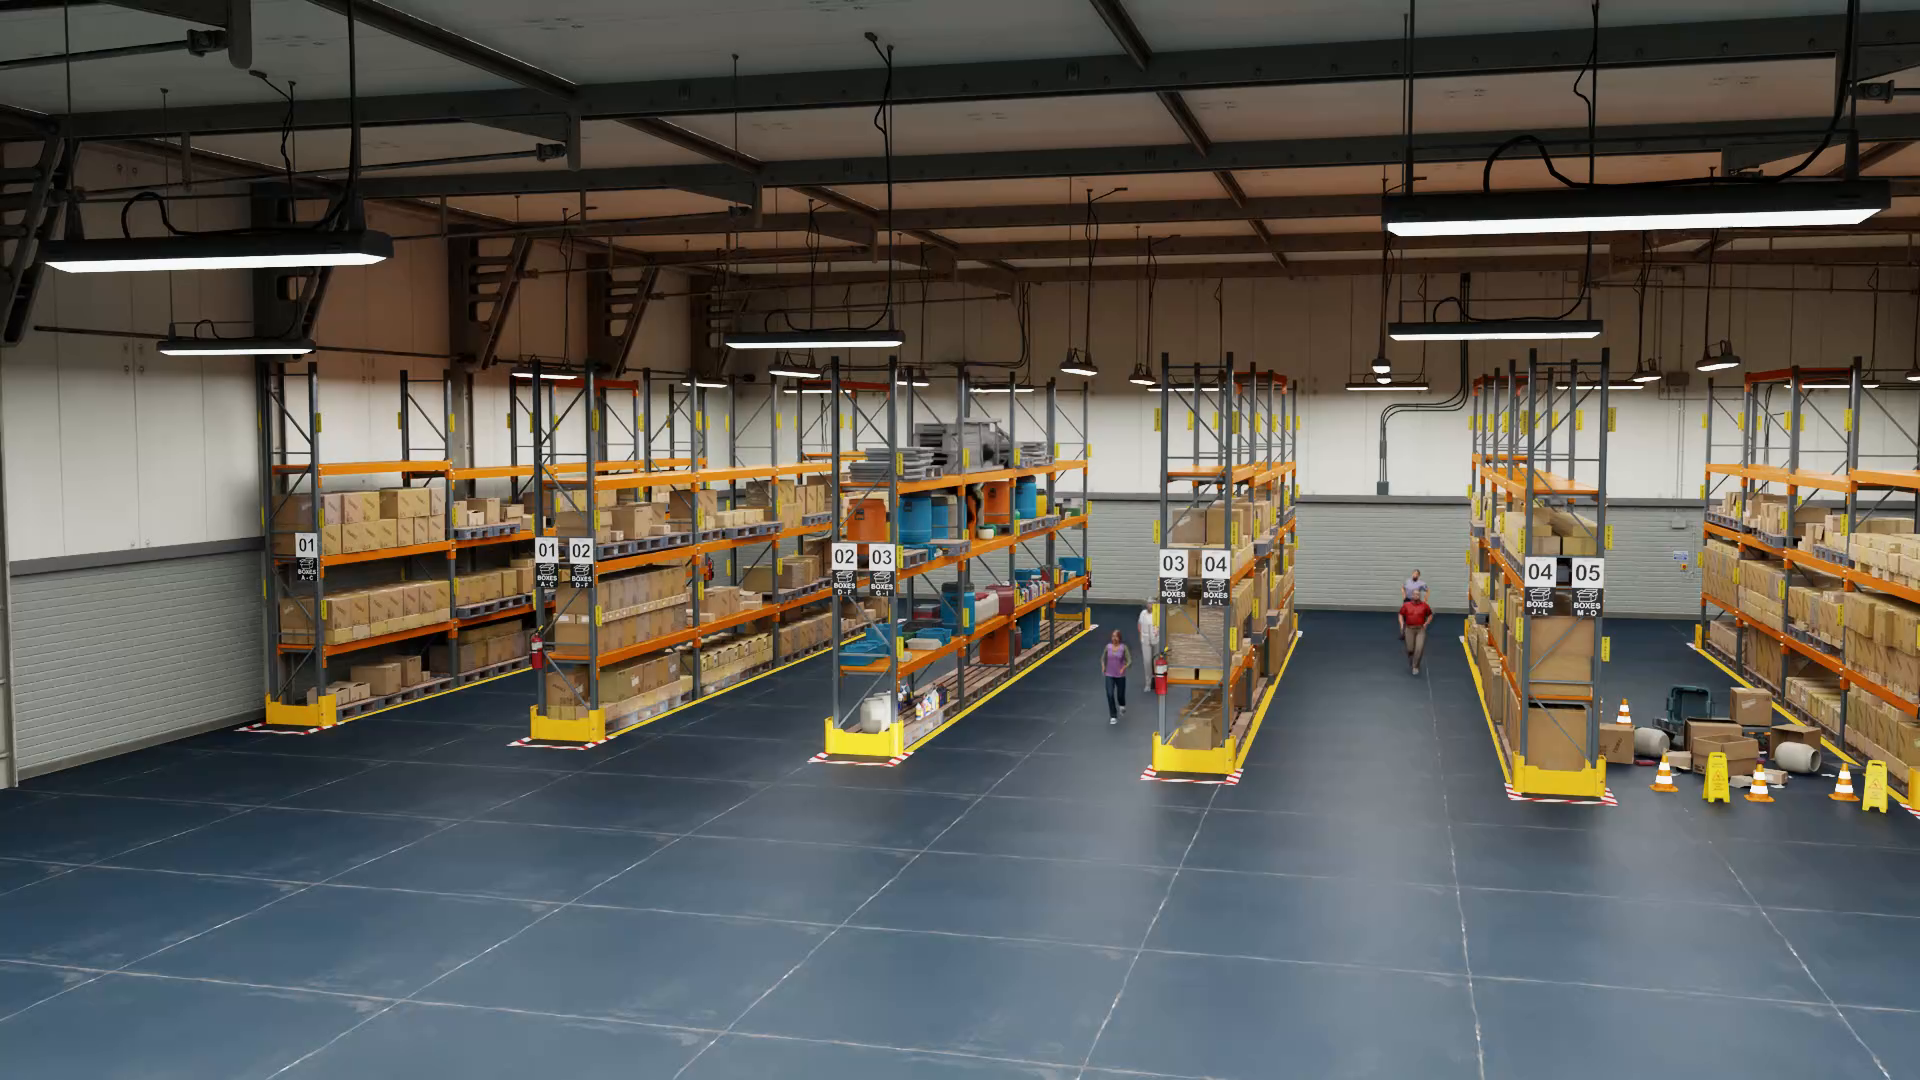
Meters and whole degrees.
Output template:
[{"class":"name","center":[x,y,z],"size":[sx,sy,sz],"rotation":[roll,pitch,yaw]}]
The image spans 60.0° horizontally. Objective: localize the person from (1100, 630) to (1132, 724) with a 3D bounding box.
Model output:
[{"class":"person","center":[2.594,2.317,27.770],"size":[0.539,1.462,0.622],"rotation":[1,4,14]}]

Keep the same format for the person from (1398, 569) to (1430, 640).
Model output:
[{"class":"person","center":[10.417,1.480,38.314],"size":[0.709,1.604,0.823],"rotation":[3,5,38]}]

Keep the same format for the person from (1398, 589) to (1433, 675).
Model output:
[{"class":"person","center":[9.131,1.831,33.331],"size":[0.672,1.687,0.598],"rotation":[1,4,14]}]

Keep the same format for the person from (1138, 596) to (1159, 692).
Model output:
[{"class":"person","center":[3.629,1.929,31.286],"size":[0.654,1.789,0.786],"rotation":[1,4,18]}]
